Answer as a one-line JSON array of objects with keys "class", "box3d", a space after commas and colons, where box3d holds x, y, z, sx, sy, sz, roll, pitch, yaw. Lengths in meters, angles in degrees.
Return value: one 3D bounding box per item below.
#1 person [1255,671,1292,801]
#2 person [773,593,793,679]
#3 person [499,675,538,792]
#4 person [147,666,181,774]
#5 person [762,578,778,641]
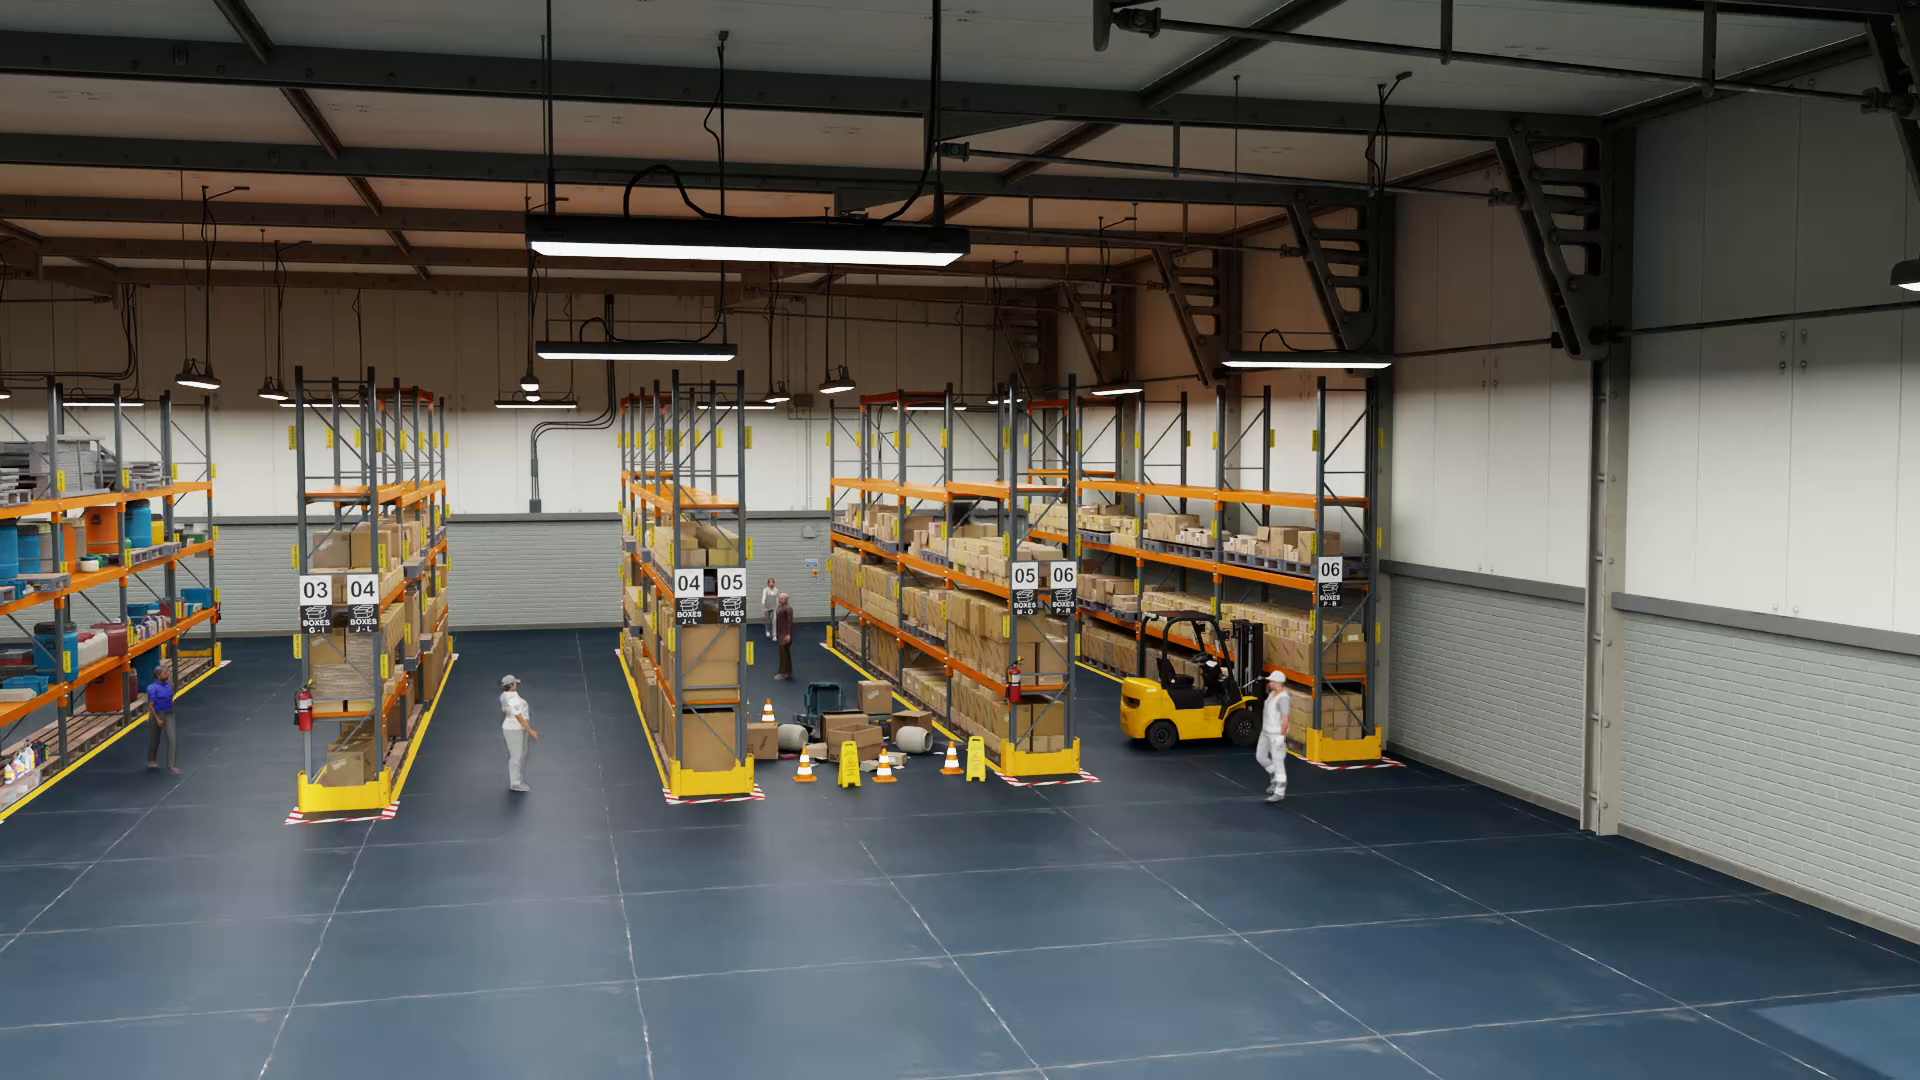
[{"class": "person", "box3d": [4.401, 2.710, 23.242, 0.489, 1.789, 0.632, -1, 4, -20]}, {"class": "person", "box3d": [-3.785, 2.035, 35.250, 0.516, 1.784, 0.652, -1, 4, -20]}, {"class": "person", "box3d": [-6.327, 2.779, 23.867, 0.560, 1.708, 0.551, 0, 3, -6]}, {"class": "person", "box3d": [-12.039, 2.696, 25.063, 0.401, 1.609, 0.938, -3, 4, -40]}, {"class": "person", "box3d": [-4.747, 1.727, 41.629, 0.416, 1.556, 0.889, -1, 3, -10]}]
